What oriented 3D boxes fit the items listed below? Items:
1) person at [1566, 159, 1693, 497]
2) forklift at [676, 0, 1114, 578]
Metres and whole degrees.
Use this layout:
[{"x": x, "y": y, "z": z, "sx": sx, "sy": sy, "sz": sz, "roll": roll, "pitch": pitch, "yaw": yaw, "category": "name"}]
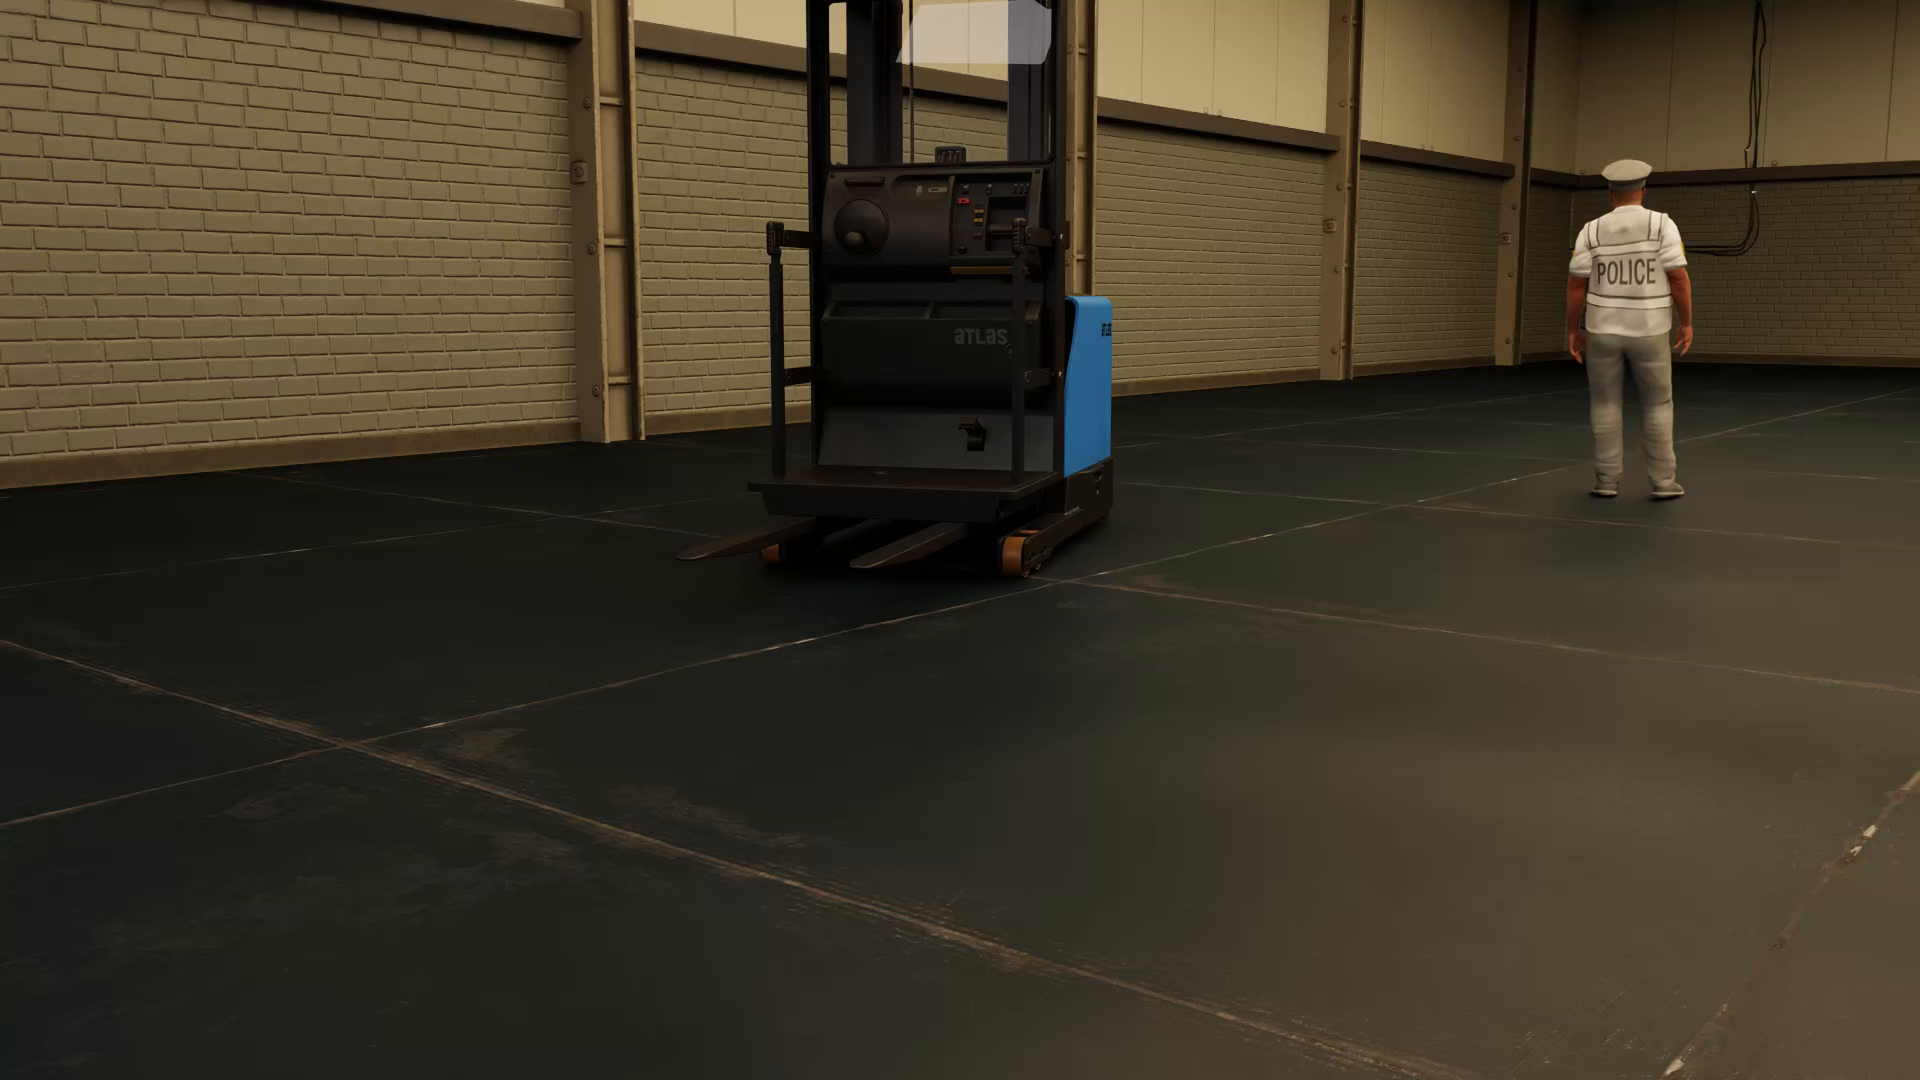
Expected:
[{"x": 3.574, "y": -1.111, "z": 8.874, "sx": 0.628, "sy": 1.778, "sz": 0.548, "roll": 5, "pitch": 9, "yaw": 29, "category": "person"}, {"x": -0.176, "y": -1.366, "z": 6.616, "sx": 1.130, "sy": 2.935, "sz": 3.031, "roll": 3, "pitch": 9, "yaw": 17, "category": "forklift"}]
